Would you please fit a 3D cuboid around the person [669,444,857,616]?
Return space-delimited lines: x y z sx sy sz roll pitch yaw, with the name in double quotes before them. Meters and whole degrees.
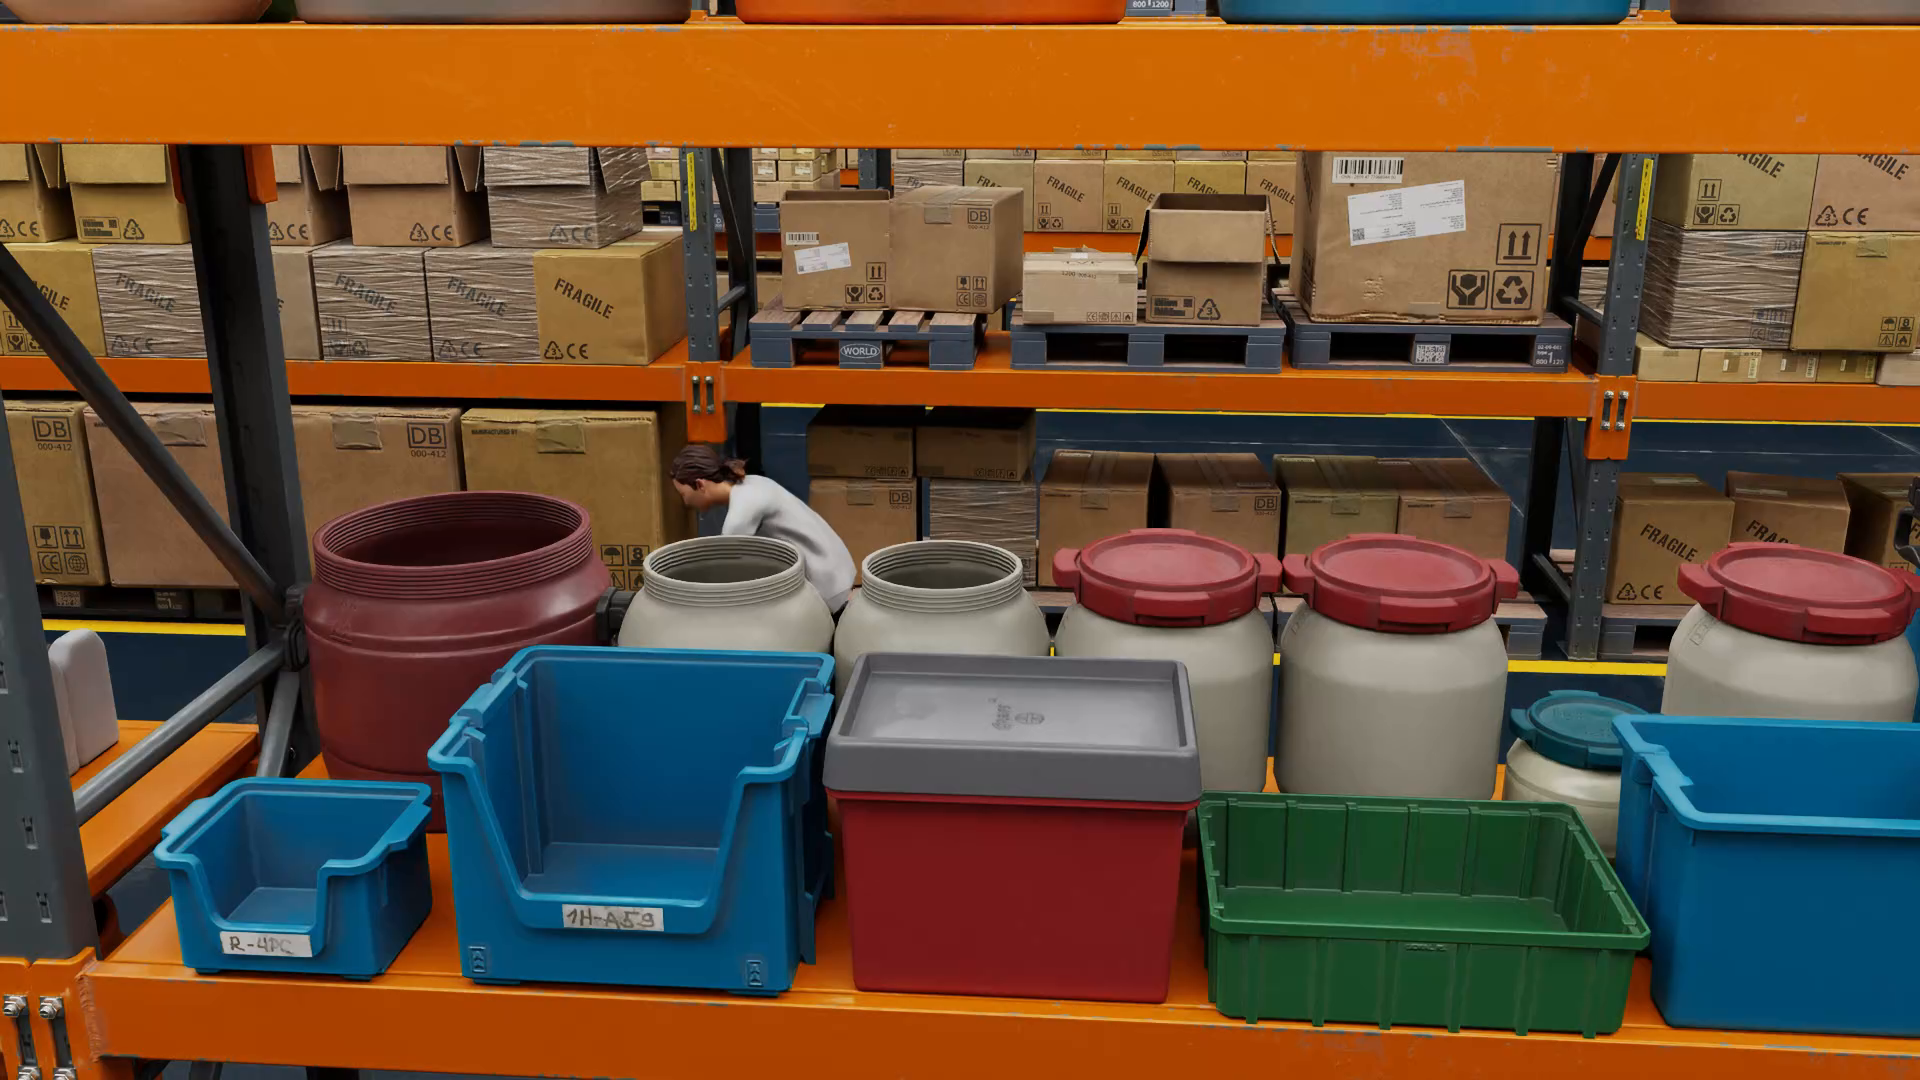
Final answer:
"person" -0.780 0.212 6.649 0.720 1.216 0.495 1 18 4
